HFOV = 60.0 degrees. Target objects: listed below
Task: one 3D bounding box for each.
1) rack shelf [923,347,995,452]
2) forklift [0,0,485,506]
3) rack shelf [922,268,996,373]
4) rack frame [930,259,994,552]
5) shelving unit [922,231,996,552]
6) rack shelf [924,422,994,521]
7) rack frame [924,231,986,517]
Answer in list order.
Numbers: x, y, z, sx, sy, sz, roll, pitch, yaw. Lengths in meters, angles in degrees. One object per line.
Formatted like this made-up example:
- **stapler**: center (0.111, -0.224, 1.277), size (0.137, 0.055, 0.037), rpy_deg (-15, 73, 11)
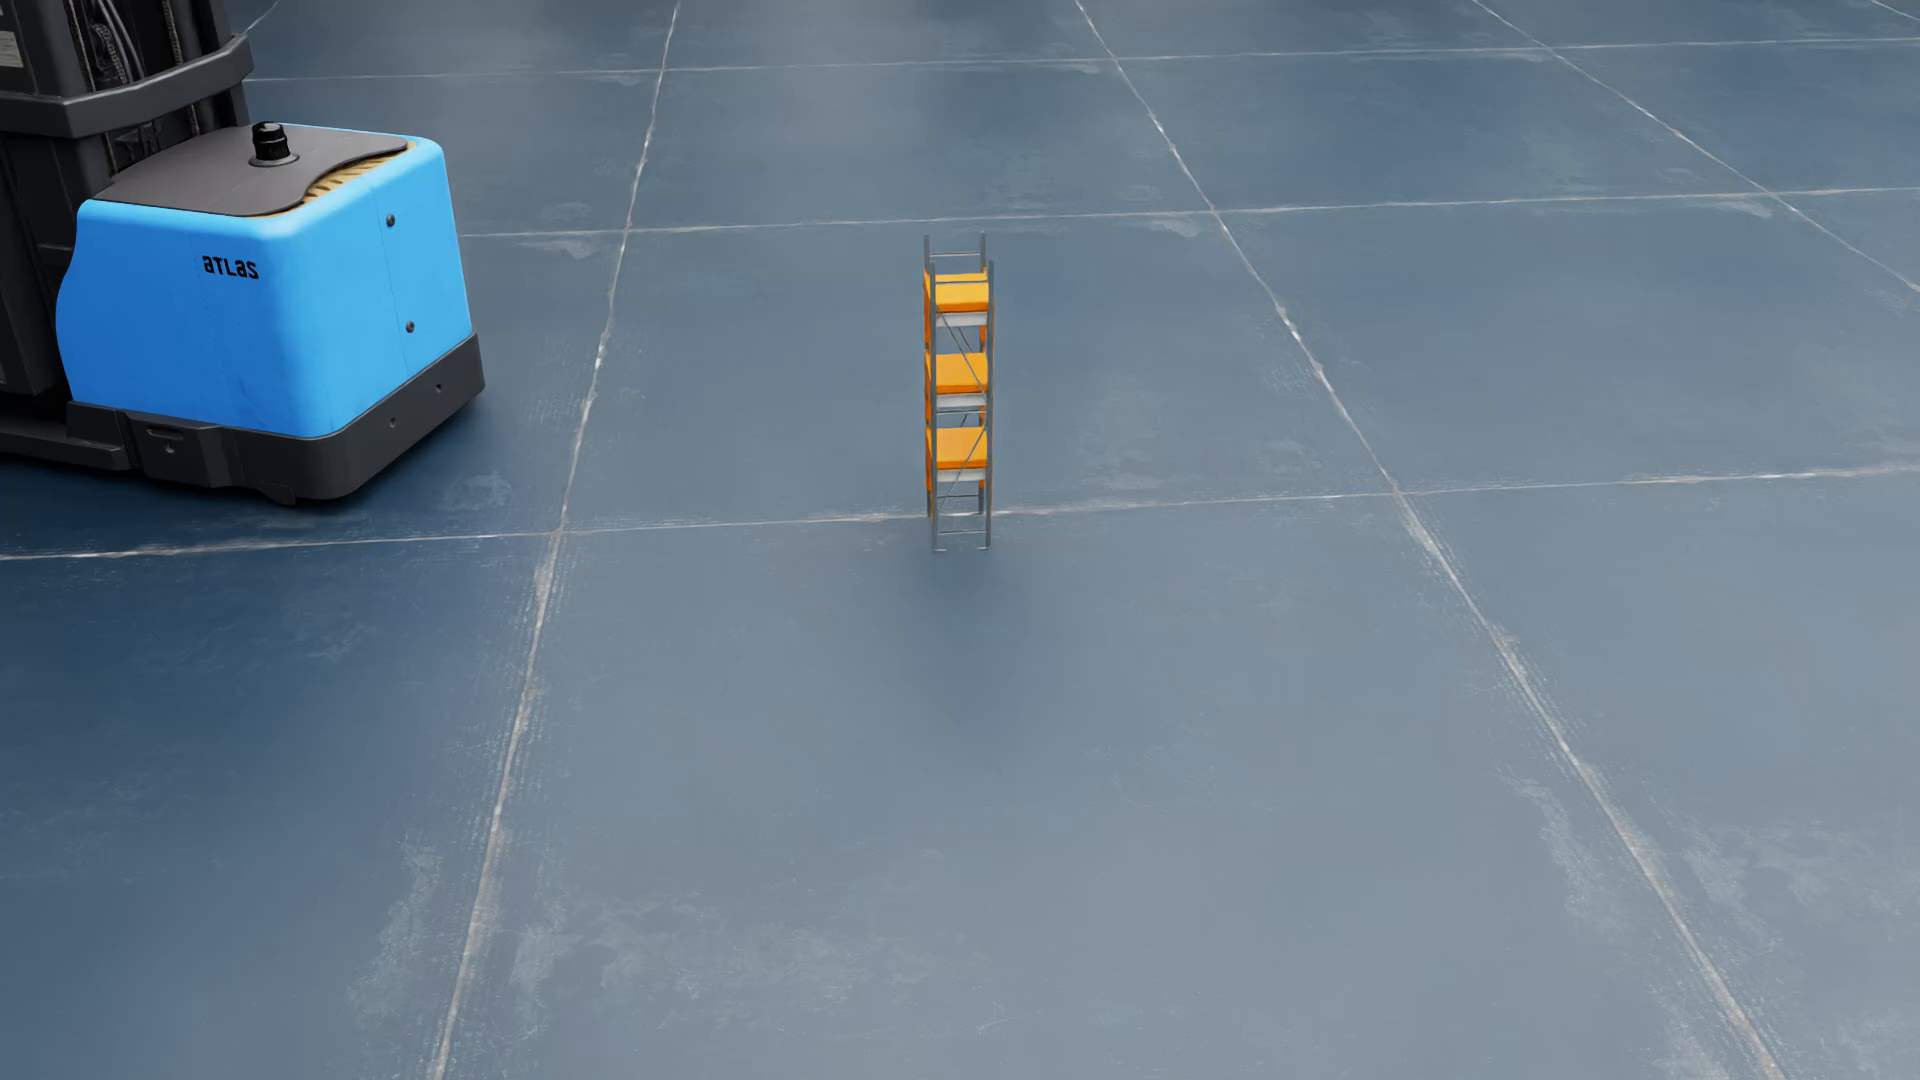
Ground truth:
- **rack shelf**: center (-0.005, -0.469, 5.532), size (0.215, 0.259, 0.240), rpy_deg (-3, 31, -5)
- **forklift**: center (-3.468, -1.810, 5.921), size (3.031, 2.935, 1.130), rpy_deg (9, 32, 15)
- **rack shelf**: center (-0.005, -0.713, 5.386), size (0.215, 0.259, 0.240), rpy_deg (-3, 31, -5)
- **rack frame**: center (0.006, -0.416, 5.422), size (0.200, 1.050, 0.008), rpy_deg (-3, 31, -5)
- **shelving unit**: center (-0.005, -0.478, 5.527), size (0.215, 1.050, 0.252), rpy_deg (-3, 31, -5)
- **rack shelf**: center (-0.005, -0.230, 5.674), size (0.215, 0.259, 0.240), rpy_deg (-3, 31, -5)
- **rack frame**: center (-0.016, -0.540, 5.631), size (0.200, 1.050, 0.008), rpy_deg (-3, 31, -5)
